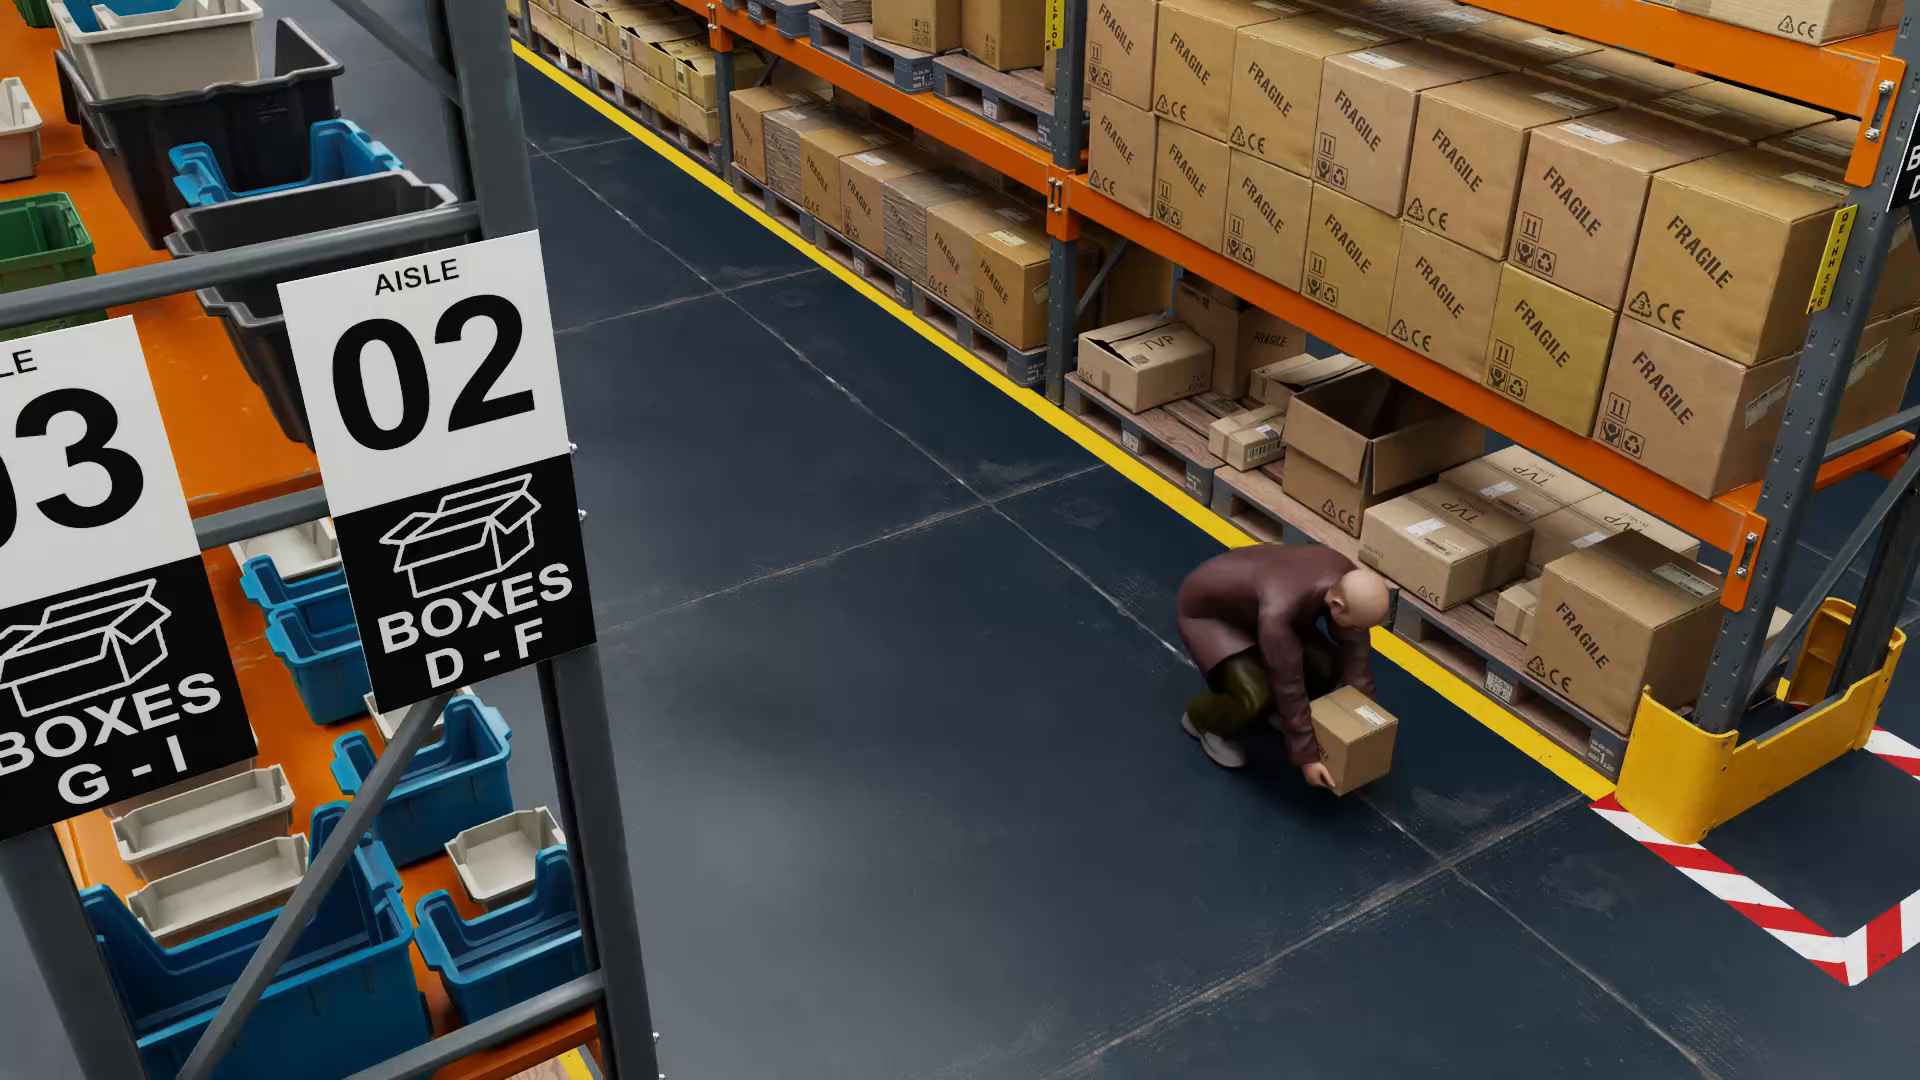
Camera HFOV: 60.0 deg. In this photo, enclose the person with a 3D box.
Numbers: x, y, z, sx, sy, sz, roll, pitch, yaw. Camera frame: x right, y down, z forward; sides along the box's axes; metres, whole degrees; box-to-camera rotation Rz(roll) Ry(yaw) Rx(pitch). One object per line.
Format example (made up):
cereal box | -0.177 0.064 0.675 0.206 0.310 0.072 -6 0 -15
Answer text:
person | 1.202 0.419 6.220 0.580 1.000 0.948 -20 37 -28
